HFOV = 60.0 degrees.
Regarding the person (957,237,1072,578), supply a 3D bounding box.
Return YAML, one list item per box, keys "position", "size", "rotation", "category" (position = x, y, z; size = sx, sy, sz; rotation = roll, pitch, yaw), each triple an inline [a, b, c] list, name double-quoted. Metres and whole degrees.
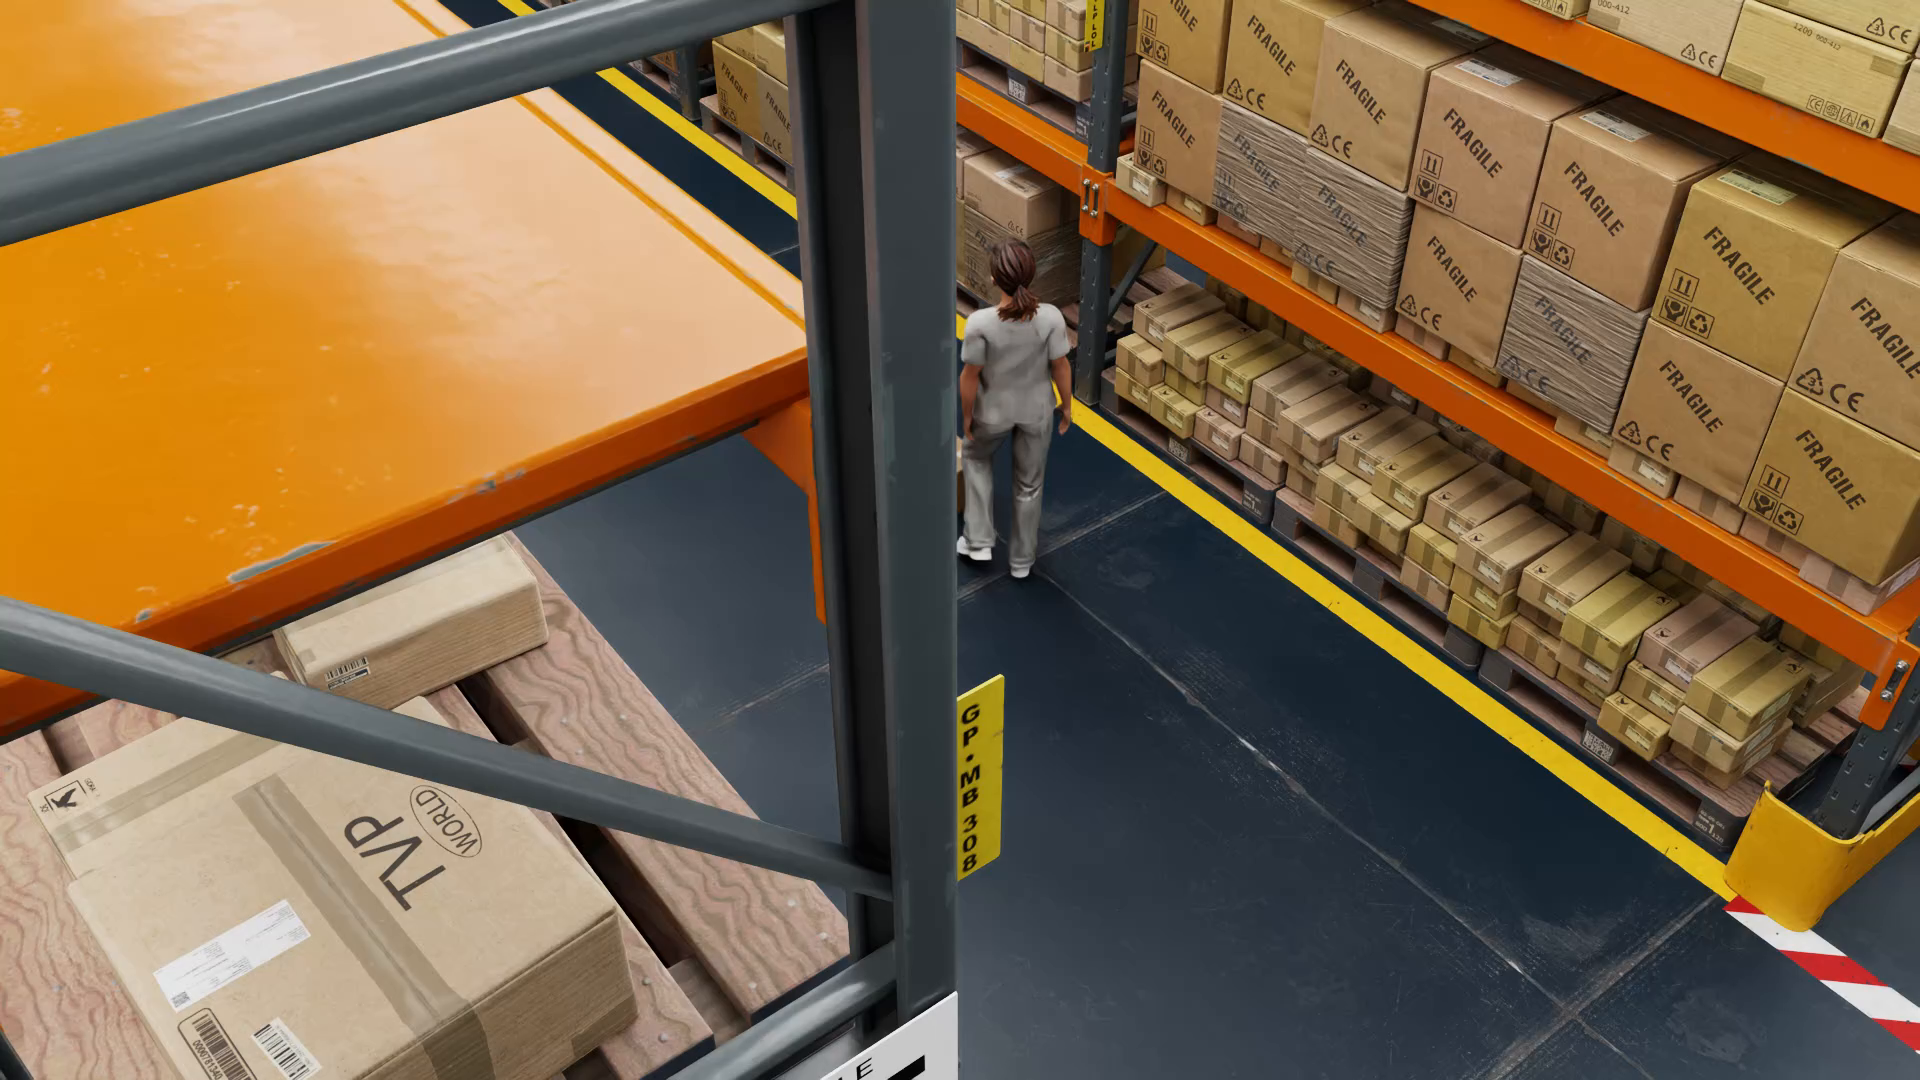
- position: [0.227, -0.538, 7.052]
  size: [0.486, 1.695, 0.424]
  rotation: [-1, 40, -2]
  category: "person"
